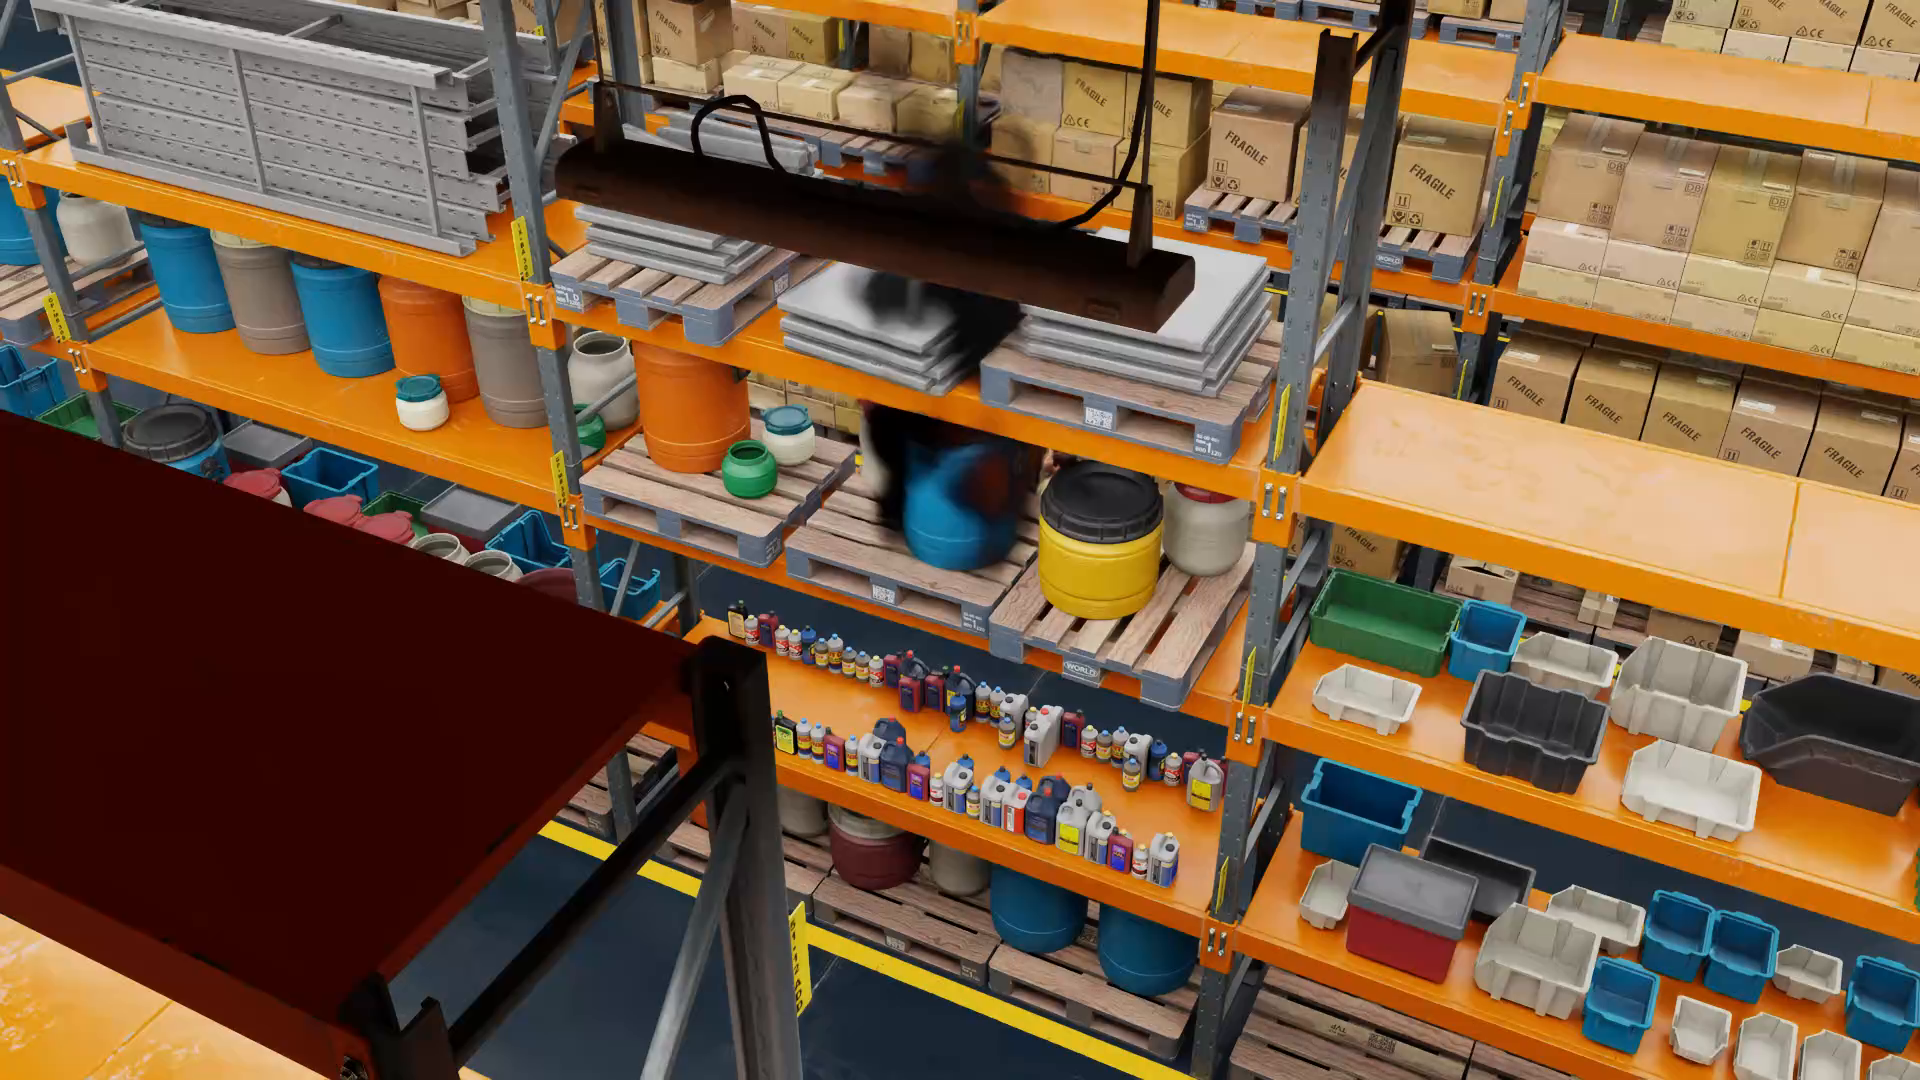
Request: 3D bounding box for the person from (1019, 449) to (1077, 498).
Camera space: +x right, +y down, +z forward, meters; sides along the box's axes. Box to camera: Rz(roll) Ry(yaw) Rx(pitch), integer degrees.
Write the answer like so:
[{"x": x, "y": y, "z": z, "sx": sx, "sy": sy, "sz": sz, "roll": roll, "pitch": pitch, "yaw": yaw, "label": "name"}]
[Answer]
[{"x": 0.630, "y": 0.040, "z": 11.897, "sx": 0.601, "sy": 1.720, "sz": 0.562, "roll": 11, "pitch": 37, "yaw": 15, "label": "person"}]
